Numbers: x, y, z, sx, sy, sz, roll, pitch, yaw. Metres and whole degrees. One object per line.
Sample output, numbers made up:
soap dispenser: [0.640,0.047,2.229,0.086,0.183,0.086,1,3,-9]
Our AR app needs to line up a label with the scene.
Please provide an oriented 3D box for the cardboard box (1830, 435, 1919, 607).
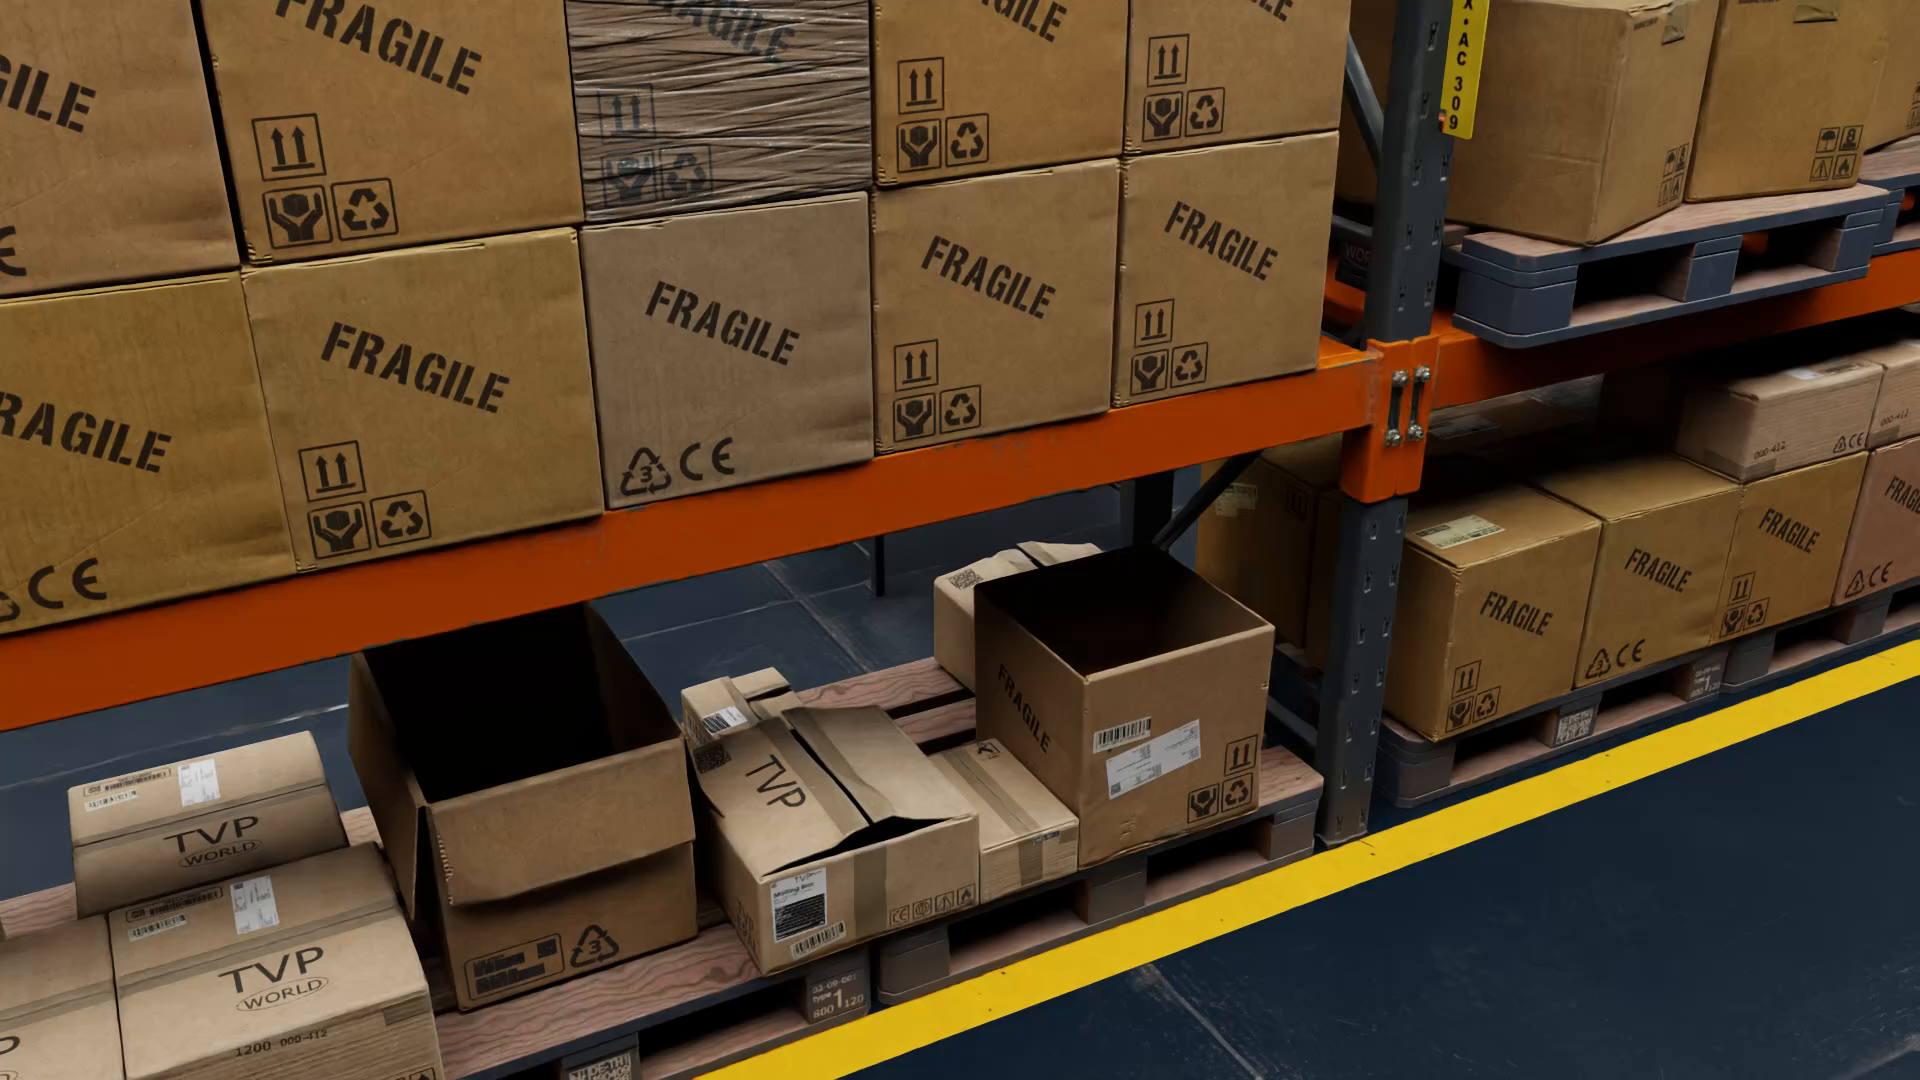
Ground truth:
cardboard box: [2.634,-0.174,5.027,0.500,0.500,0.500,-14,29,-27]

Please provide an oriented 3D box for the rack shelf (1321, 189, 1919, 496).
rack shelf: [2.501,-0.866,4.919,4.000,0.370,1.077,-13,29,-25]

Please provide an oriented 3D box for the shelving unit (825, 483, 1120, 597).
shelving unit: [0.075,-0.693,5.462,1.048,1.500,0.538,-13,29,-25]

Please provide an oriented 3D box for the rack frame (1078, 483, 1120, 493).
rack frame: [0.524,-0.797,5.677,0.032,1.500,0.500,-13,29,-25]

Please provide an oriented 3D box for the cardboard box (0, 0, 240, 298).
cardboard box: [-1.376,-0.663,2.394,0.500,0.500,0.500,-13,28,-24]

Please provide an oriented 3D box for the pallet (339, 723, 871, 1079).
pallet: [-0.948,0.864,3.707,1.213,0.211,1.003,-13,29,-25]

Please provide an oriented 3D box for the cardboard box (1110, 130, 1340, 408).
cardboard box: [0.416,-0.628,3.477,0.500,0.500,0.500,-12,28,-24]

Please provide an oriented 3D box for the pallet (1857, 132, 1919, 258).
pallet: [2.552,-1.113,4.824,1.213,0.211,1.003,-13,29,-25]

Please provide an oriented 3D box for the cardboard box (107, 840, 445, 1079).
cardboard box: [-1.297,0.867,3.147,0.500,0.250,0.500,-13,29,-25]

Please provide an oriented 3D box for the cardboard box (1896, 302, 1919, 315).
cardboard box: [3.271,-0.577,5.865,0.500,0.500,0.500,-14,29,-27]

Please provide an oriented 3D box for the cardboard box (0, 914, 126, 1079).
cardboard box: [-1.738,0.969,2.935,0.500,0.250,0.500,-13,29,-25]

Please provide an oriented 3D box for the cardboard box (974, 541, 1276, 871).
cardboard box: [0.367,0.370,3.893,0.500,0.500,0.500,-13,29,-25]

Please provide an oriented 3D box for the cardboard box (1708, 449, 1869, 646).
cardboard box: [2.188,-0.072,4.813,0.500,0.500,0.500,-13,28,-24]

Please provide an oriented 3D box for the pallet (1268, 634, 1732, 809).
pallet: [1.437,0.294,4.893,1.213,0.211,1.003,-13,29,-25]

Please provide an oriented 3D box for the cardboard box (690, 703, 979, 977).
cardboard box: [-0.294,0.608,3.616,0.500,0.311,0.500,-13,29,-25]

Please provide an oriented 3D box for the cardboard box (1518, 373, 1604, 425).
cardboard box: [1.920,-0.264,5.213,0.500,0.500,0.500,-13,28,-24]

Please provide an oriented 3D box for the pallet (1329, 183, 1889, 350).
pallet: [1.493,-0.817,4.208,1.213,0.211,1.003,-13,29,-25]

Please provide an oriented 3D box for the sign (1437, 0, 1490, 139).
sign: [0.999,-0.967,3.299,0.005,0.325,0.100,-13,29,-25]

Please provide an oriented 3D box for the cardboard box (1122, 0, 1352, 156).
cardboard box: [0.412,-1.077,3.256,0.500,0.500,0.500,-13,28,-25]

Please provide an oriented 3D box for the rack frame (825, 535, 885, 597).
rack frame: [-0.373,-0.590,5.246,0.032,1.500,0.500,-13,29,-25]

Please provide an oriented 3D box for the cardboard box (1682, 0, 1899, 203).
cardboard box: [1.837,-1.192,4.167,0.500,0.500,0.700,-8,27,-17]

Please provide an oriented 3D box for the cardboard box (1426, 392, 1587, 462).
cardboard box: [1.477,-0.162,5.001,0.500,0.500,0.500,-13,29,-25]

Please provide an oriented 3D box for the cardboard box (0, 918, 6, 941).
cardboard box: [-2.029,0.858,3.263,0.250,0.166,0.380,-13,29,-25]

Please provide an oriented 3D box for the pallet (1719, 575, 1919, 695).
pallet: [2.514,0.044,5.415,1.213,0.211,1.003,-13,29,-25]

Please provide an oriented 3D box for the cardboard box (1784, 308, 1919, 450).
cardboard box: [2.603,-0.504,4.847,0.500,0.250,0.500,-14,29,-26]

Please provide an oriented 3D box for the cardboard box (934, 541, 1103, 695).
cardboard box: [0.264,0.234,4.395,0.500,0.311,0.500,-13,29,-25]

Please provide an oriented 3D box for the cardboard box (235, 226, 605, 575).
cardboard box: [-0.938,-0.312,2.819,0.500,0.500,0.500,-13,28,-24]

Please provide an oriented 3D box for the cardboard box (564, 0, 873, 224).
cardboard box: [-0.483,-0.869,2.823,0.500,0.500,0.500,-13,28,-25]

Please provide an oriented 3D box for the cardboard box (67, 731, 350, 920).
cardboard box: [-1.577,0.686,3.524,0.500,0.250,0.500,-13,29,-25]

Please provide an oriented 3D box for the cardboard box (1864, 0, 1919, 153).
cardboard box: [2.267,-1.401,4.601,0.500,0.500,0.700,-22,33,-38]

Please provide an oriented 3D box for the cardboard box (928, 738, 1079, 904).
cardboard box: [0.065,0.628,3.762,0.250,0.149,0.380,-13,29,-25]

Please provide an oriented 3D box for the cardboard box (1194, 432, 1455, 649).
cardboard box: [1.037,-0.064,4.798,0.500,0.500,0.500,-13,29,-25]

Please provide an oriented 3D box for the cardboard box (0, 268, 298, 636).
cardboard box: [-1.380,-0.211,2.608,0.500,0.500,0.500,-13,29,-25]

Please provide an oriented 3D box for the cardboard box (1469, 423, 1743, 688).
cardboard box: [1.744,0.027,4.607,0.500,0.500,0.500,-13,28,-24]

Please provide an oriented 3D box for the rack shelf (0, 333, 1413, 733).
rack shelf: [-1.028,-0.051,3.222,4.000,0.370,1.077,-13,29,-25]

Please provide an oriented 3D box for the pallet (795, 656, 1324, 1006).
pallet: [0.130,0.614,4.228,1.213,0.211,1.003,-13,29,-25]

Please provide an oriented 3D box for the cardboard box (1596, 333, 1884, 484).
cardboard box: [2.161,-0.401,4.634,0.500,0.250,0.500,-13,29,-25]

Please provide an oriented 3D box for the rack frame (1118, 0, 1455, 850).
rack frame: [0.737,-0.783,3.915,0.127,3.000,1.000,-13,29,-25]

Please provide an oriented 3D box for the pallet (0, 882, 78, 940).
pallet: [-2.023,1.111,3.193,1.213,0.211,1.003,-13,29,-25]

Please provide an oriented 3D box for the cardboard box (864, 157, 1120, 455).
cardboard box: [-0.038,-0.523,3.257,0.500,0.500,0.500,-12,28,-24]

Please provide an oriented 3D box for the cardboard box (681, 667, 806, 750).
cardboard box: [-0.494,0.479,4.052,0.250,0.166,0.380,-13,29,-25]

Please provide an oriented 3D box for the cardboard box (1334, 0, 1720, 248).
cardboard box: [1.260,-1.028,3.825,0.700,0.500,0.500,22,33,37]

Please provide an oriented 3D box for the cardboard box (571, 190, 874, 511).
cardboard box: [-0.490,-0.417,3.037,0.500,0.500,0.500,-12,28,-24]

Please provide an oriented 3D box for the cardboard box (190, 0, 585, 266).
cardboard box: [-0.928,-0.767,2.611,0.500,0.500,0.500,-13,29,-26]

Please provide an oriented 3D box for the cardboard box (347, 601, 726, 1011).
cardboard box: [-0.919,0.529,3.559,0.637,0.503,0.797,-13,29,-25]

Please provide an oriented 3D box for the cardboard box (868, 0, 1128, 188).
cardboard box: [-0.038,-0.971,3.037,0.500,0.500,0.500,-14,29,-26]

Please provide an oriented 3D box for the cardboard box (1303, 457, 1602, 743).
cardboard box: [1.278,0.140,4.372,0.500,0.500,0.500,-14,29,-27]
